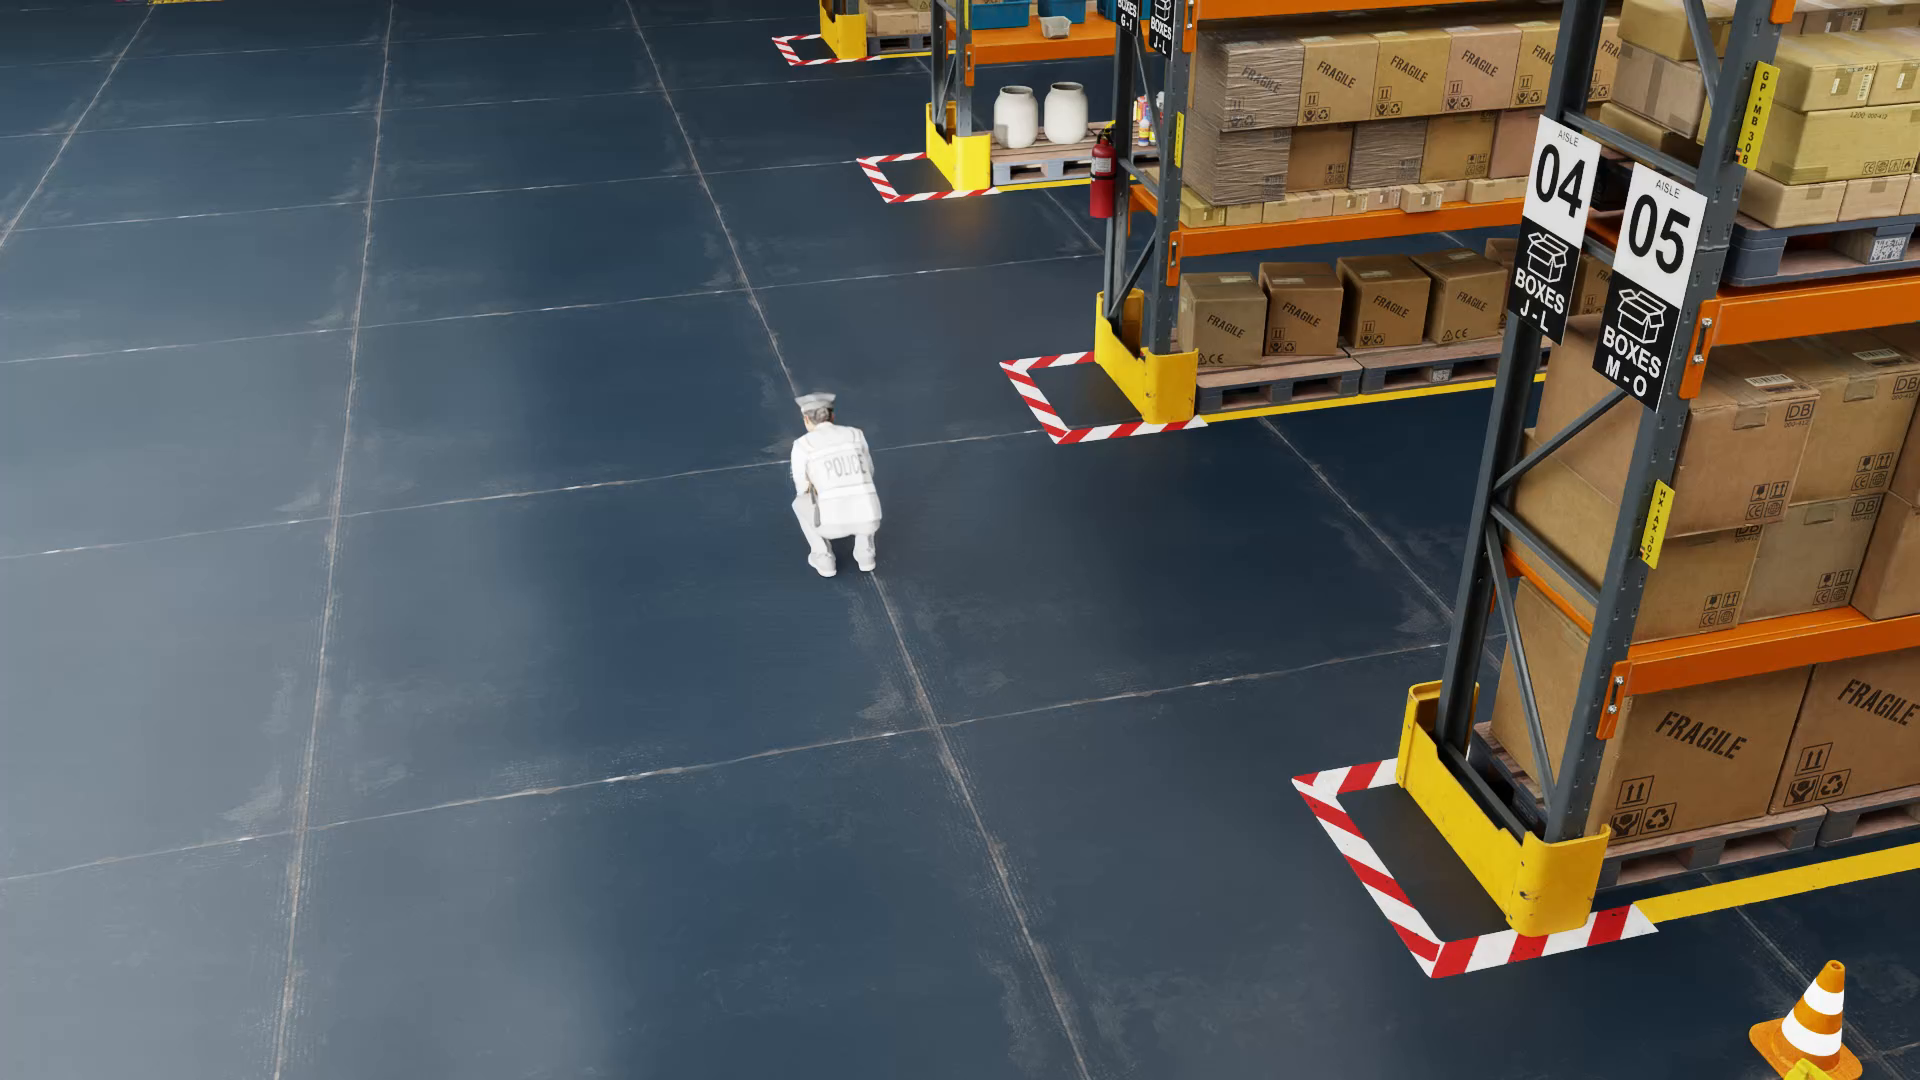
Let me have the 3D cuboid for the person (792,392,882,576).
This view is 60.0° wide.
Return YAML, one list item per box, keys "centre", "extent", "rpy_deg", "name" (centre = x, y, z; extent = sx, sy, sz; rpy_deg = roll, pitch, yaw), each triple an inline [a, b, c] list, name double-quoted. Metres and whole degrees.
- centre: [-0.704, -0.340, 9.517]
  extent: [0.502, 0.966, 0.817]
  rpy_deg: [-8, 31, -13]
  name: "person"
